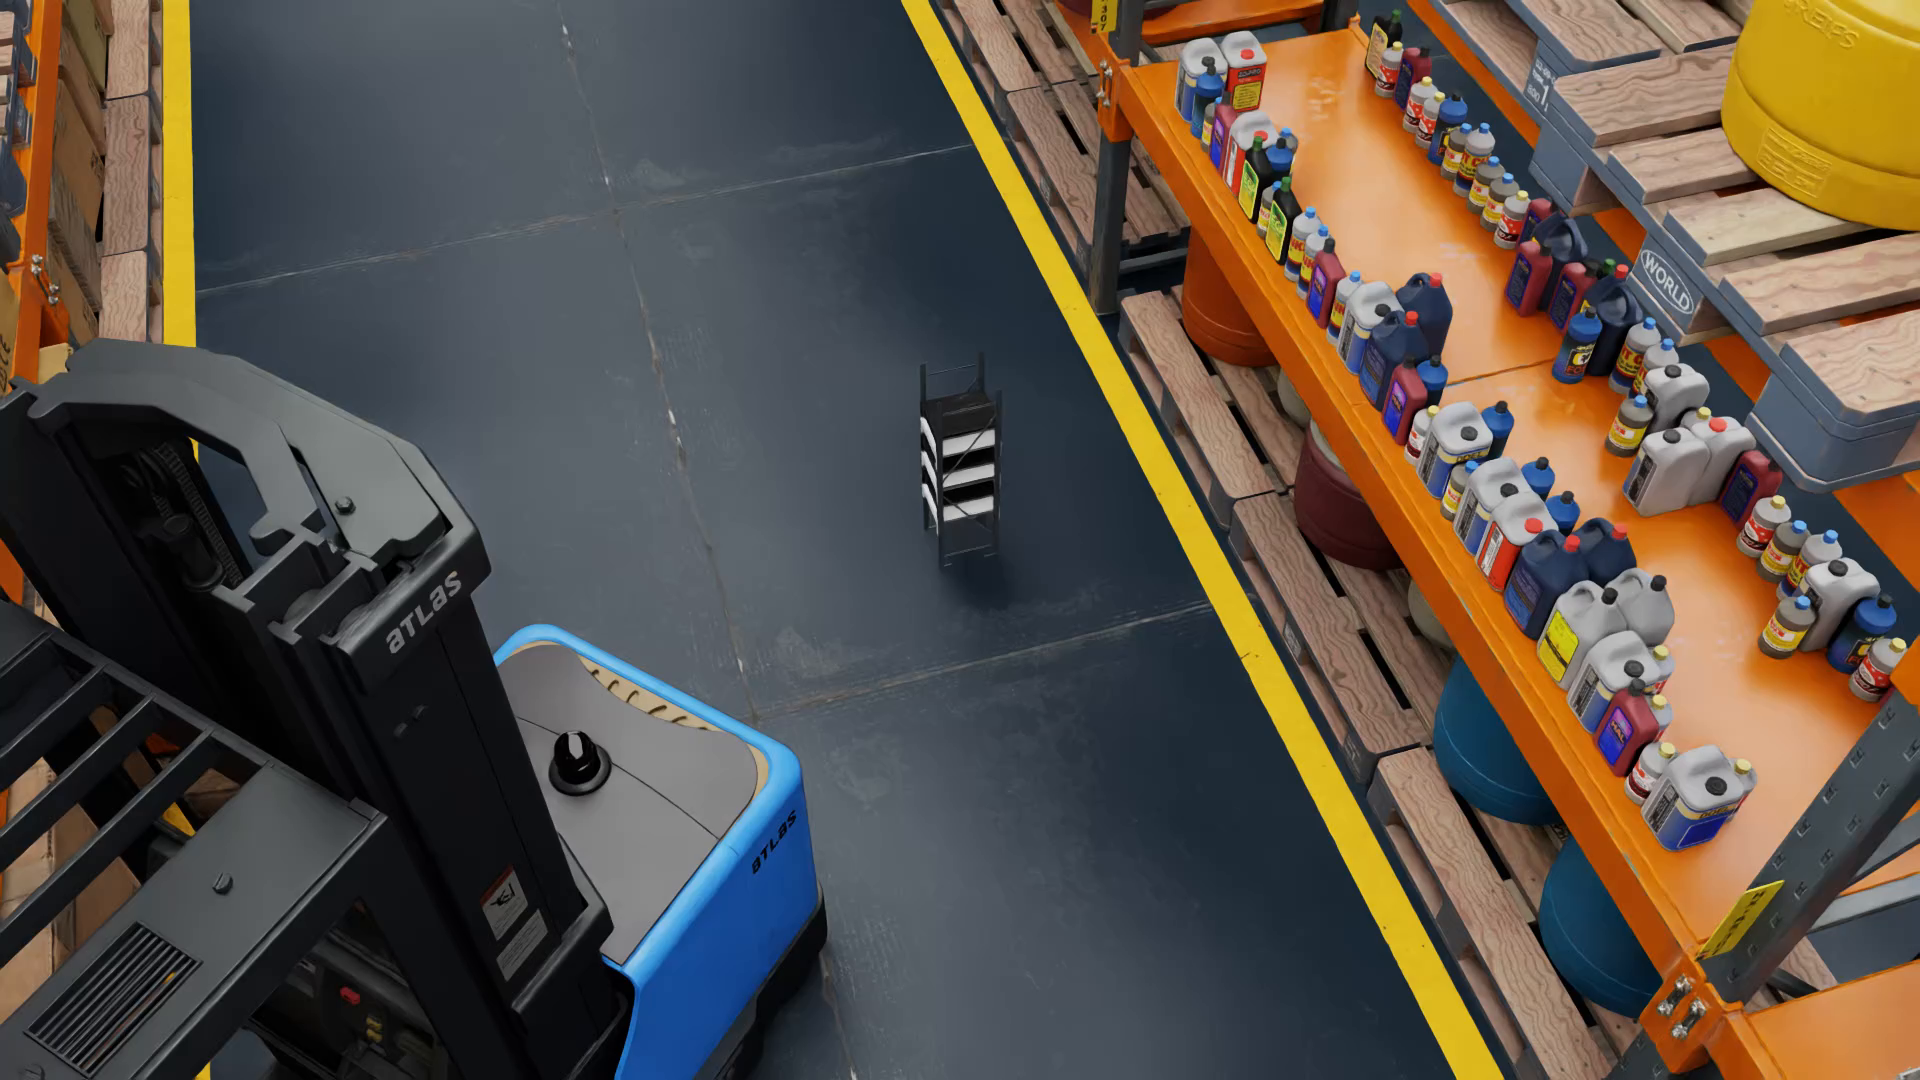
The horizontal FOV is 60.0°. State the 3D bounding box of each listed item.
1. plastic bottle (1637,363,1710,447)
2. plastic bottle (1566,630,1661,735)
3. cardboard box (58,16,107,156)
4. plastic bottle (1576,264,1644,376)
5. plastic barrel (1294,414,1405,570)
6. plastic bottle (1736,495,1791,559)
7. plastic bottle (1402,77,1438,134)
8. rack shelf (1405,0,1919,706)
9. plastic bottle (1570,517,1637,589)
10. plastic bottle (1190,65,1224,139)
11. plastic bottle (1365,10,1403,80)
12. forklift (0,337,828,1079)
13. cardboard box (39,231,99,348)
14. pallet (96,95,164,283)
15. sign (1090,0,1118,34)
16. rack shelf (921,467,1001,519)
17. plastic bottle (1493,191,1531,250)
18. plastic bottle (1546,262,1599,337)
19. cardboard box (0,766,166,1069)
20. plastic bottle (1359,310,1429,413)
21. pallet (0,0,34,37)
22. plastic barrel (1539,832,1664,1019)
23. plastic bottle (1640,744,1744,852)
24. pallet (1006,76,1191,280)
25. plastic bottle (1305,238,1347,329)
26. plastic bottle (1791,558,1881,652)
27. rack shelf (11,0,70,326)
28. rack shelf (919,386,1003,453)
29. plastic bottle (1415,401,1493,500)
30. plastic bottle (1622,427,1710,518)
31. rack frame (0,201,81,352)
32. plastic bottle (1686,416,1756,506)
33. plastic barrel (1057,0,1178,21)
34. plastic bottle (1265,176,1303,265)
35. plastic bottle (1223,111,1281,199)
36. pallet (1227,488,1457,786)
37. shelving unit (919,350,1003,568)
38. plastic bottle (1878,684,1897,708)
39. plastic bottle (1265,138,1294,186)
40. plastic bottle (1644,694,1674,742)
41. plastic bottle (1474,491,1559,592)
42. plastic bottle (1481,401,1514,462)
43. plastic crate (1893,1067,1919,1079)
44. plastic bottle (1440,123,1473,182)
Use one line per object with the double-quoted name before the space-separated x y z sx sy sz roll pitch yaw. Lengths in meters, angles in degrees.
"plastic bottle" 2.133 -0.417 5.011 0.152 0.276 0.135 -13 51 -11
"plastic bottle" 1.715 0.371 4.346 0.152 0.276 0.135 -13 51 -11
"cardboard box" -4.399 -2.032 7.638 0.700 0.500 0.500 -17 52 -14
"plastic bottle" 2.032 -0.701 5.201 0.144 0.351 0.185 -13 51 -11
"plastic barrel" 1.561 -0.289 6.124 0.600 0.588 0.708 -13 51 -11
"plastic bottle" 2.302 -0.048 4.748 0.097 0.201 0.097 0 50 0
"plastic bottle" 1.678 -1.589 6.047 0.097 0.201 0.097 0 50 0
"rack shelf" 1.657 -1.383 4.253 1.077 0.370 4.000 -13 51 -11
"plastic bottle" 1.747 0.063 4.557 0.144 0.351 0.185 -13 51 -11
"plastic bottle" 0.893 -1.588 6.000 0.097 0.271 0.097 0 50 0
"plastic bottle" 1.593 -1.872 6.233 0.061 0.283 0.133 -13 51 -11
"forklift" -1.612 1.131 3.669 1.130 2.935 3.031 24 54 19
"cardboard box" -3.883 -0.810 6.608 0.700 0.500 0.500 -16 52 -13
"pallet" -4.253 -1.551 7.709 1.003 0.211 1.213 -13 51 -11
"sign" 0.542 -2.032 6.184 0.100 0.325 0.005 -13 51 -11
"rack shelf" 0.002 -0.205 6.285 0.258 0.077 0.200 -13 51 -11
"plastic bottle" 1.879 -1.091 5.628 0.097 0.201 0.097 0 50 0
"plastic bottle" 1.967 -0.791 5.321 0.061 0.283 0.133 -13 51 -11
"cardboard box" -2.956 1.366 4.541 1.225 0.875 0.875 -15 51 -12
"plastic bottle" 1.338 -0.574 5.094 0.144 0.351 0.185 -13 51 -11
"pallet" -4.290 -2.364 6.696 1.003 0.211 1.213 -13 51 -11
"plastic barrel" 2.104 0.952 4.873 0.600 0.901 0.708 -13 51 -11
"plastic bottle" 1.823 0.638 4.121 0.152 0.276 0.135 -13 51 -11
"pallet" 0.874 -1.785 7.906 1.003 0.211 1.213 -13 51 -11
"plastic bottle" 1.183 -0.828 5.352 0.061 0.283 0.133 -13 51 -11
"plastic bottle" 2.367 0.161 4.523 0.152 0.276 0.135 -13 51 -11
"rack shelf" -4.257 -2.218 6.918 1.077 0.370 4.000 -13 51 -11
"rack shelf" 0.002 -0.437 6.010 0.258 0.077 0.200 -13 51 -11
"plastic bottle" 1.458 -0.265 4.882 0.152 0.276 0.135 -13 51 -11
"plastic bottle" 2.056 -0.214 4.839 0.152 0.276 0.135 -13 51 -11
"rack frame" -3.666 -0.989 5.412 1.000 3.000 0.127 -13 51 -11
"plastic bottle" 2.202 -0.248 4.868 0.152 0.276 0.135 -13 51 -11
"plastic barrel" 0.639 -2.423 6.532 0.600 0.536 0.708 -13 51 -11
"plastic bottle" 1.086 -1.068 5.554 0.061 0.283 0.133 -13 51 -11
"plastic bottle" 1.022 -1.342 5.790 0.152 0.276 0.135 -13 51 -11
"pallet" 1.696 0.246 6.195 1.003 0.211 1.213 -13 51 -11
"shelving unit" 0.002 -0.284 6.191 0.258 0.900 0.210 -13 51 -11
"plastic bottle" 2.508 0.388 4.327 0.061 0.283 0.133 -13 51 -11
"plastic bottle" 1.088 -1.263 5.727 0.097 0.271 0.097 0 50 0
"plastic bottle" 1.781 0.472 4.310 0.097 0.201 0.097 0 50 0
"plastic bottle" 1.566 0.002 4.657 0.152 0.276 0.135 -13 51 -11
"plastic bottle" 1.571 -0.305 4.919 0.097 0.271 0.097 0 50 0
"plastic crate" 2.250 1.250 3.657 0.396 0.136 0.243 -13 51 -11
"plastic bottle" 1.764 -1.376 5.868 0.097 0.201 0.097 0 50 0
